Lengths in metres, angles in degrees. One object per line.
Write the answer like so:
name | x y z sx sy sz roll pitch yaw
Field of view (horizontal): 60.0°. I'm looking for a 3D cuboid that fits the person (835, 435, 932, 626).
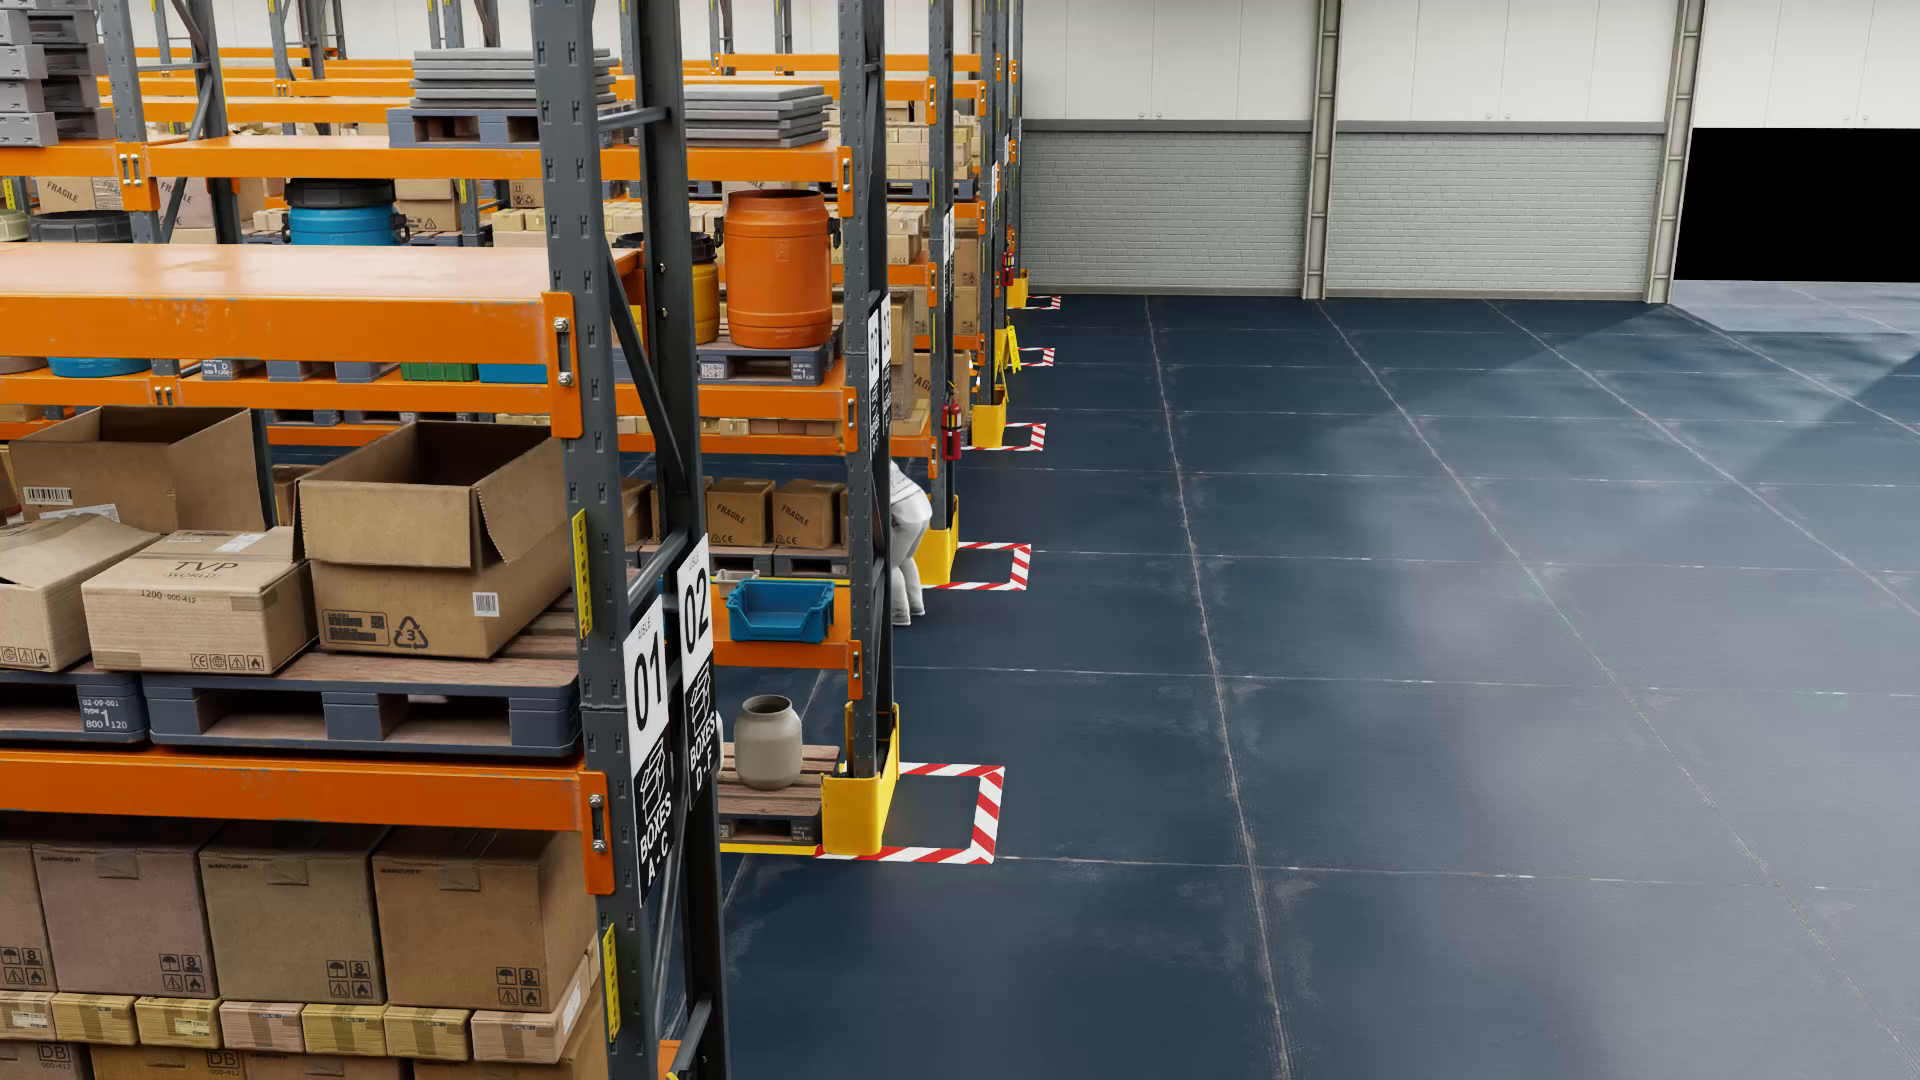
person | -0.635 -0.110 13.674 0.795 1.590 0.473 7 19 21
